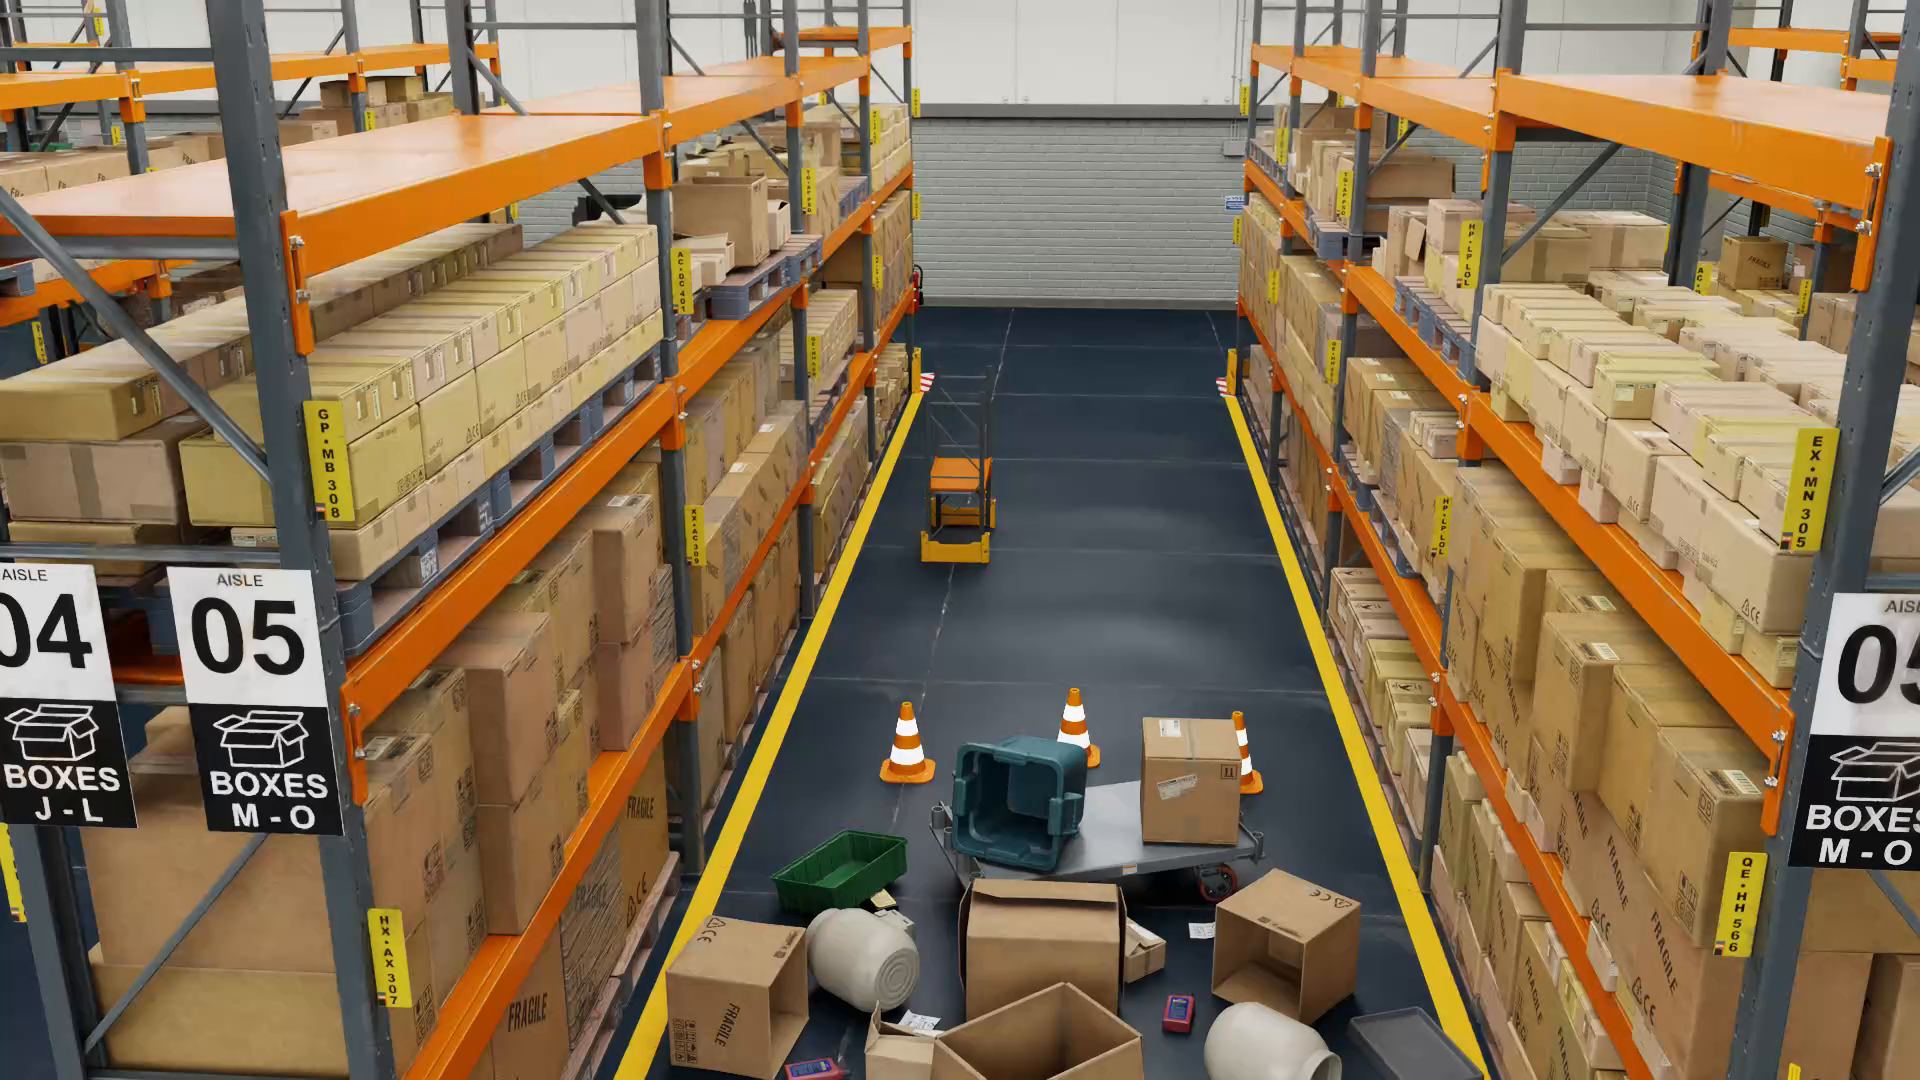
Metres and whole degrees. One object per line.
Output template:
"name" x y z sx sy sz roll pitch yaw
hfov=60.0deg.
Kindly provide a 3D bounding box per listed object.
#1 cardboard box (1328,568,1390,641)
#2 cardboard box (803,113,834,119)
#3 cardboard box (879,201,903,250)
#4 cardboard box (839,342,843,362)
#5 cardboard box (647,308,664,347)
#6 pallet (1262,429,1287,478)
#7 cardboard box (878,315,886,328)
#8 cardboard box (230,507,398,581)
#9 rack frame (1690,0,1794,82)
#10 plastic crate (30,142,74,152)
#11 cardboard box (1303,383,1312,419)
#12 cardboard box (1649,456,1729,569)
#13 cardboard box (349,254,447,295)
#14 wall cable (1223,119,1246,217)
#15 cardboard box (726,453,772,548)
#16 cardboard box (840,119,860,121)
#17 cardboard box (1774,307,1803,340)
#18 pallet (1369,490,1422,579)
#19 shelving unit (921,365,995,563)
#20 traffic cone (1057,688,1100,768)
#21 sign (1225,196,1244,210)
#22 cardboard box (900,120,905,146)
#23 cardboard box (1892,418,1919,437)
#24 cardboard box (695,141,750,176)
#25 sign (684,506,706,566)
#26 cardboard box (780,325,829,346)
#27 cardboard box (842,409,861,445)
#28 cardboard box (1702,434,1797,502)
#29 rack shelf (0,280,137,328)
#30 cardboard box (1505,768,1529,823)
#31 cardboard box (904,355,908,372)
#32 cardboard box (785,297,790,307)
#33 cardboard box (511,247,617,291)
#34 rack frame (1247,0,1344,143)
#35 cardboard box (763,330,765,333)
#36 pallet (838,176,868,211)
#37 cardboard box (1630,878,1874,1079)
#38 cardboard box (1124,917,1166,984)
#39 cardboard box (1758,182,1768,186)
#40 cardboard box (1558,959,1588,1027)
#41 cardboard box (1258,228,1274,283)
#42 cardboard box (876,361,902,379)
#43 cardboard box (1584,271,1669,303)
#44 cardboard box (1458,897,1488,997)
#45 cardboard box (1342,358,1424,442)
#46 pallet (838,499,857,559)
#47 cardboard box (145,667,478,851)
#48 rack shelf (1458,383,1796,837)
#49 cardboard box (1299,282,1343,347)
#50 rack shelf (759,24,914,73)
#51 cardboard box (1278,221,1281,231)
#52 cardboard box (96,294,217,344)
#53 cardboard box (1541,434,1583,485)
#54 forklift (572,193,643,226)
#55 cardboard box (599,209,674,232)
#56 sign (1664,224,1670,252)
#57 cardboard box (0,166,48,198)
"cardboard box" 3.249 0.476 12.198 0.950 0.372 0.625 0 18 0
"cardboard box" -1.544 -4.435 17.623 0.380 0.149 0.250 1 18 3
"cardboard box" -0.921 -3.509 18.571 0.500 0.500 0.500 2 18 7
"cardboard box" -1.259 -1.700 15.022 0.380 0.149 0.250 1 18 2
"cardboard box" -1.639 -1.018 7.963 0.380 0.149 0.250 1 18 4
"pallet" 3.719 -0.900 17.330 1.003 0.211 1.213 1 18 4
"cardboard box" -0.992 -2.358 17.705 0.380 0.149 0.250 2 18 5
"cardboard box" -1.874 0.005 4.842 0.380 0.149 0.250 1 18 4
"rack frame" 8.824 -5.974 18.703 1.000 3.000 0.127 1 18 4
"plastic crate" -10.737 -4.577 19.596 0.450 0.188 0.336 1 18 4
"cardboard box" 3.150 -1.155 13.871 0.500 0.250 0.500 1 18 3
"cardboard box" 2.545 -0.080 5.296 0.500 0.250 0.500 1 18 3
"cardboard box" -2.368 -1.095 6.918 0.380 0.149 0.250 1 18 5
"wall cable" 4.254 -5.482 25.155 0.585 1.953 0.123 1 18 4
"cardboard box" -1.515 -0.260 10.737 0.500 0.500 0.500 2 18 5
"cardboard box" -1.017 -4.178 16.838 0.380 0.149 0.250 1 18 2
"cardboard box" 8.331 -2.115 16.322 0.500 0.250 0.500 2 18 5
"pallet" 3.199 -0.041 10.540 1.003 0.211 1.213 1 18 4
"shelving unit" -0.005 -0.689 14.617 0.587 1.500 1.083 1 18 4
"traffic cone" 0.729 1.171 10.607 0.336 0.463 0.334 1 18 4
"sign" 4.210 -5.133 25.337 0.327 0.218 0.001 1 18 4
"cardboard box" -0.886 -4.596 18.753 0.500 0.250 0.500 1 18 2
"cardboard box" 3.129 -0.286 5.283 0.380 0.149 0.250 1 18 4
"cardboard box" -1.853 -2.955 12.917 0.396 0.266 0.258 1 18 4
"sign" -1.378 -0.022 8.656 0.100 0.325 0.005 1 18 4
"cardboard box" -1.326 -1.738 14.182 0.380 0.149 0.250 2 18 6
"cardboard box" -1.209 -1.041 15.420 0.500 0.250 0.500 2 18 7
"cardboard box" 2.513 -0.219 5.080 0.380 0.149 0.250 1 18 3
"rack shelf" -11.095 -2.602 19.201 1.077 0.370 4.000 1 18 4
"cardboard box" 2.569 1.101 7.148 0.380 0.149 0.250 1 18 4
"cardboard box" -0.825 -2.128 20.026 0.380 0.149 0.250 1 18 2
"cardboard box" -1.845 -2.320 15.961 0.380 0.149 0.250 2 18 7
"cardboard box" -1.695 -1.162 7.123 0.380 0.149 0.250 2 18 5
"rack frame" 3.873 -6.084 19.038 1.000 3.000 0.127 1 18 4
"cardboard box" -1.934 -1.771 14.763 0.380 0.149 0.250 1 18 3
"pallet" -1.509 -3.216 15.406 1.213 0.211 1.003 1 18 4
"cardboard box" 2.490 1.373 5.278 0.500 0.500 0.500 1 18 3
"cardboard box" 0.814 1.998 8.398 0.258 0.266 0.396 -13 22 -34
"cardboard box" 8.400 -3.701 16.988 0.380 0.149 0.250 1 18 4
"cardboard box" 2.504 1.731 6.319 0.380 0.149 0.250 2 18 5
"cardboard box" 3.416 -2.982 17.439 0.500 0.500 0.500 2 18 5
"cardboard box" -0.869 -1.946 18.992 0.380 0.149 0.250 2 18 6
"cardboard box" 3.455 -1.232 8.615 0.500 0.250 0.500 1 18 2
"cardboard box" 2.674 1.944 7.913 0.500 0.250 0.500 2 18 7
"cardboard box" 3.037 -1.002 11.851 0.500 0.500 0.500 1 18 2
"pallet" -1.497 -0.123 14.959 1.003 0.211 1.213 1 18 4
"cardboard box" -2.206 0.786 5.733 0.875 0.550 0.550 1 18 4
"rack shelf" 2.870 0.032 6.347 1.077 0.370 4.000 1 18 4
"cardboard box" 3.190 -1.908 14.162 0.500 0.500 0.500 1 18 3
"rack shelf" -1.215 -5.198 17.496 1.077 0.370 4.000 1 18 4
"cardboard box" 3.446 -3.160 16.941 0.380 0.149 0.250 1 18 3
"cardboard box" -6.516 -1.720 13.584 0.797 0.503 0.637 2 18 6
"cardboard box" 2.566 -0.322 6.675 0.380 0.149 0.250 1 18 3
"forklift" -3.059 -1.561 14.979 1.130 2.935 3.031 1 18 3
"cardboard box" -1.989 -1.922 10.464 0.500 0.311 0.500 1 18 3
"sign" 8.283 -3.547 19.539 0.100 0.325 0.005 1 18 4
"cardboard box" -6.446 -2.213 11.080 0.500 0.500 0.500 2 18 5
